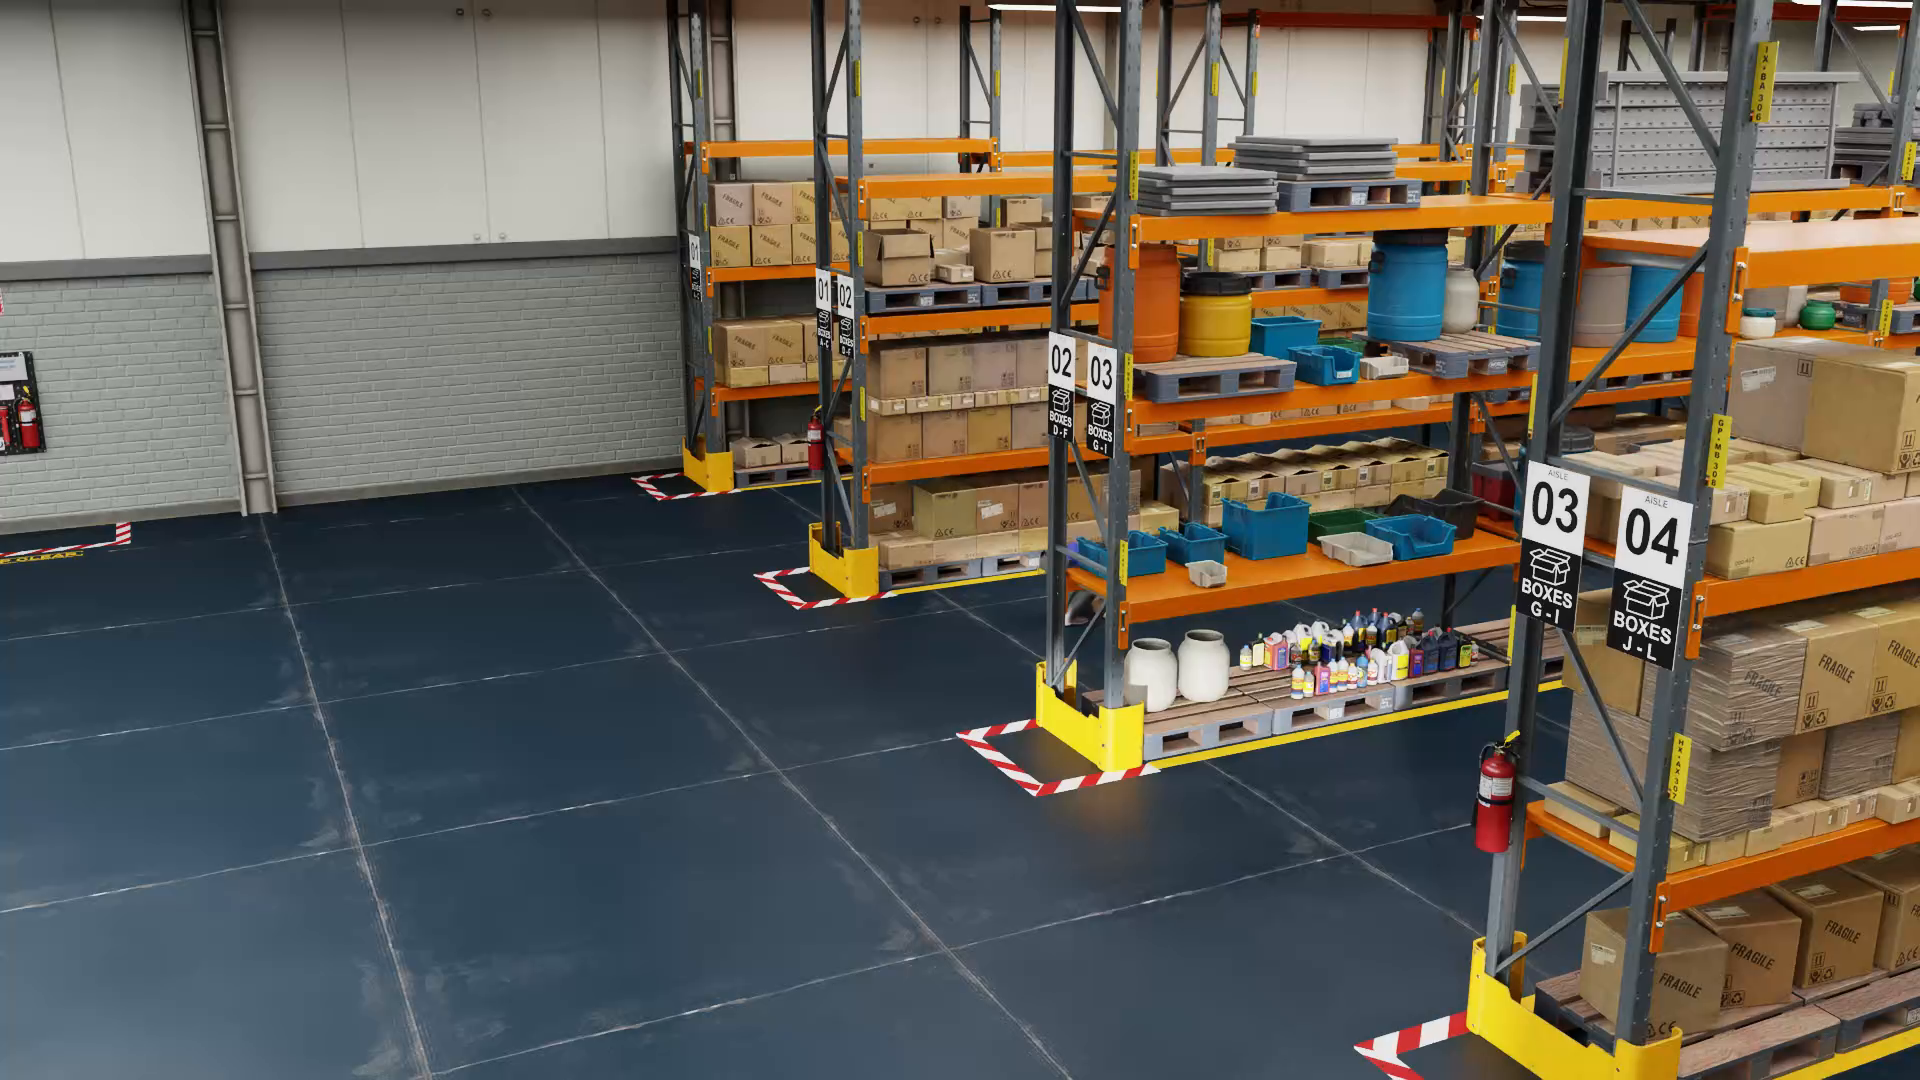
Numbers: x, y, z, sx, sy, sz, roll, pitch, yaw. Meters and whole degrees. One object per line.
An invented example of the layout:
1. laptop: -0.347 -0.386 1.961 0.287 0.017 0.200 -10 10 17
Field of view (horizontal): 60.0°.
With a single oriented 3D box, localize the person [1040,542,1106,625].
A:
1. person: 1.176 0.405 16.037 0.873 0.779 0.470 -8 17 -27
